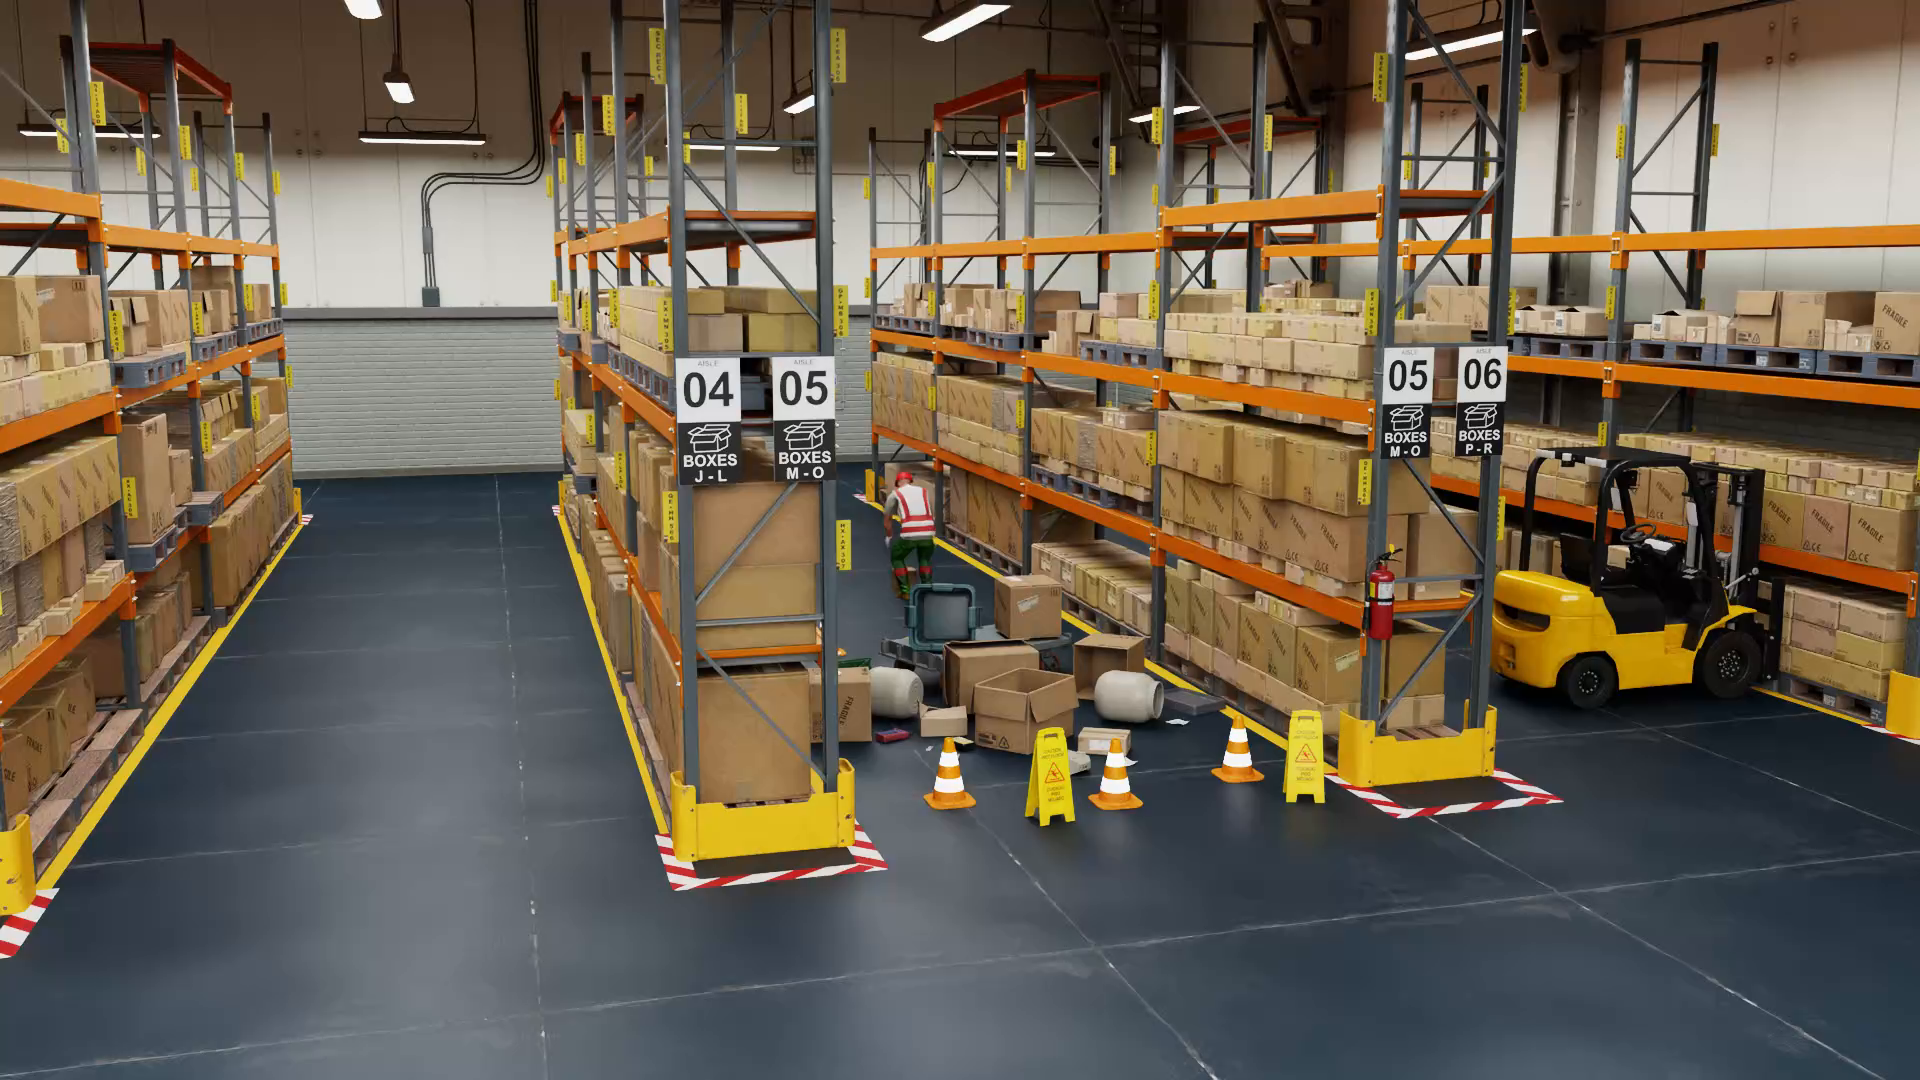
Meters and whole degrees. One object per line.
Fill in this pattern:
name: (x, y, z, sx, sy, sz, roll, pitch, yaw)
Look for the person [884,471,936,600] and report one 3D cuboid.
person: (-0.583, -0.053, 19.222, 0.583, 1.442, 0.744, -3, 9, -16)
